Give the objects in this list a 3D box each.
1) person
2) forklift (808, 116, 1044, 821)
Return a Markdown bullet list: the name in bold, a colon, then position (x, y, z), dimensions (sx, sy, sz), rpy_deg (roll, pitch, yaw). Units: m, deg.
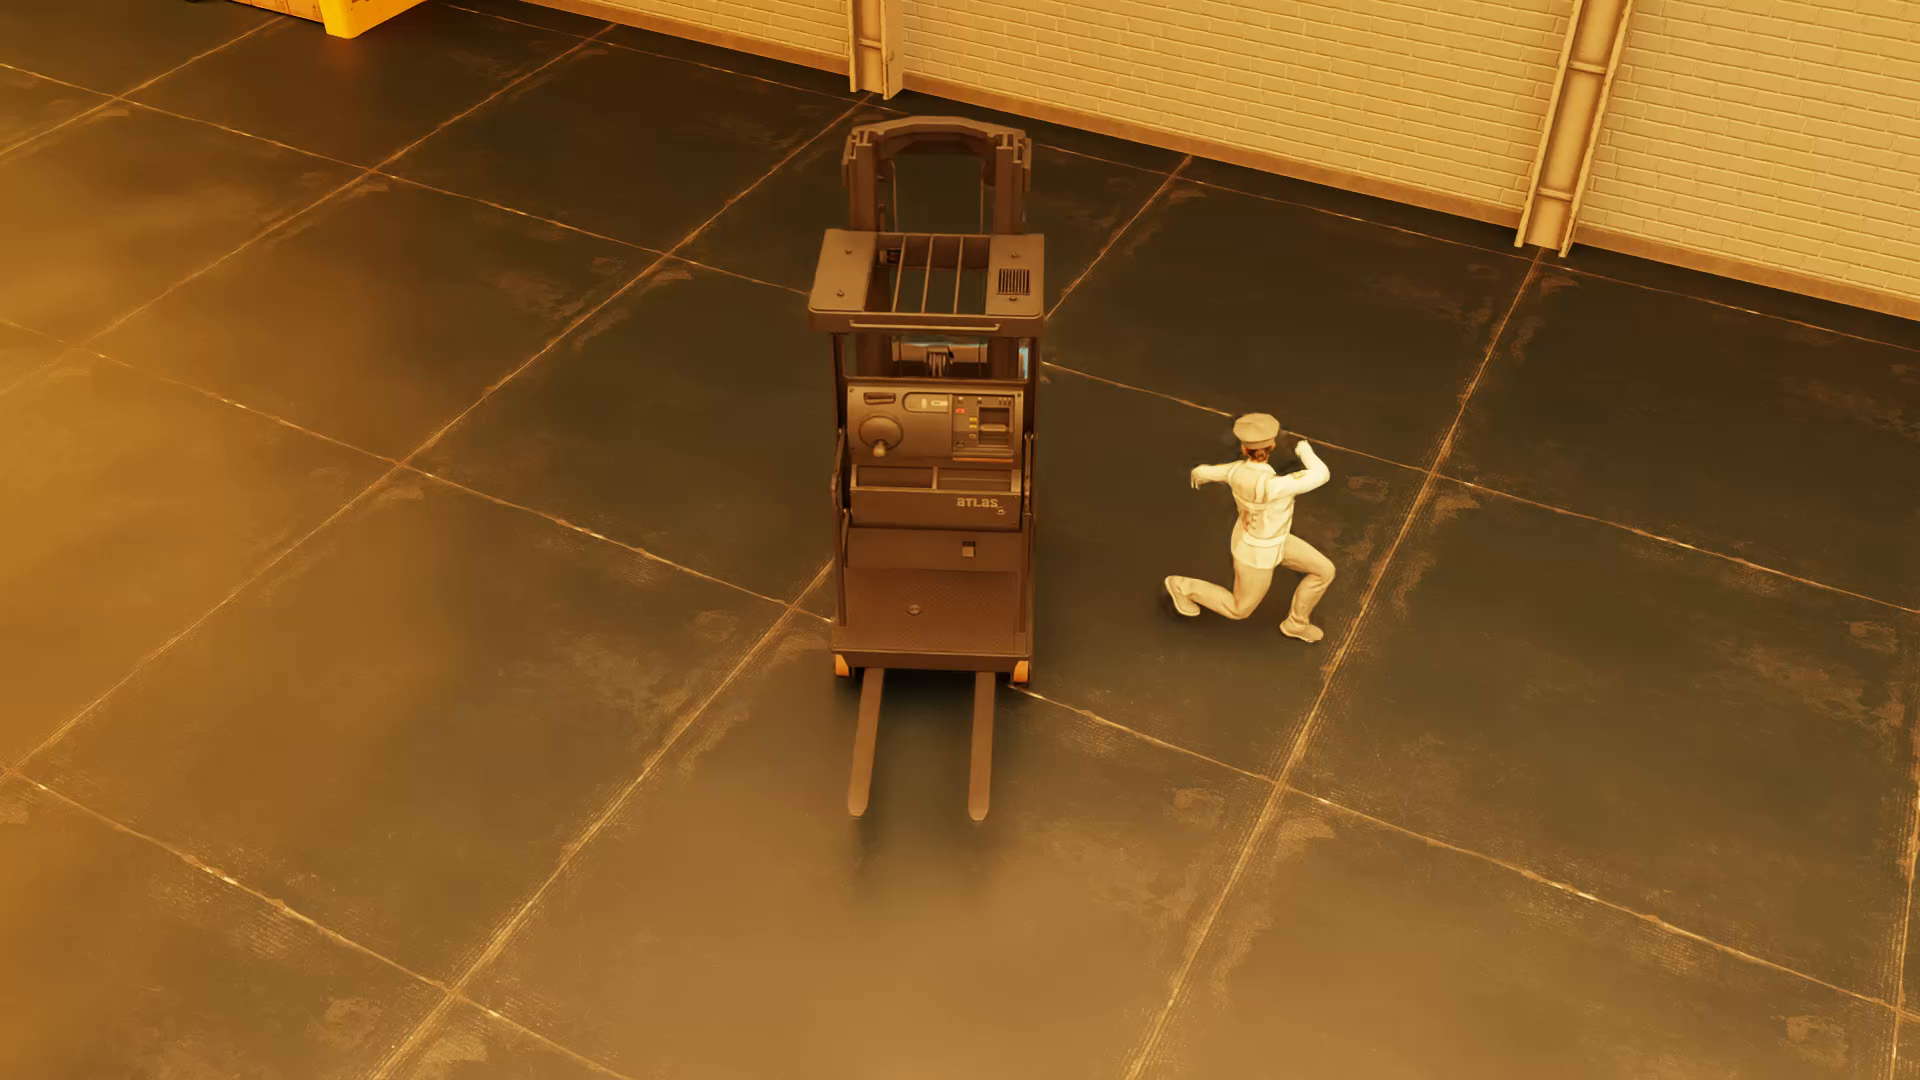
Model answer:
- **person**: position (1.658, -0.113, 9.346), dimensions (0.934, 1.411, 0.744), rpy_deg (4, 40, 5)
- **forklift**: position (-0.139, -0.542, 8.630), dimensions (1.130, 2.935, 3.031), rpy_deg (2, 40, 2)
